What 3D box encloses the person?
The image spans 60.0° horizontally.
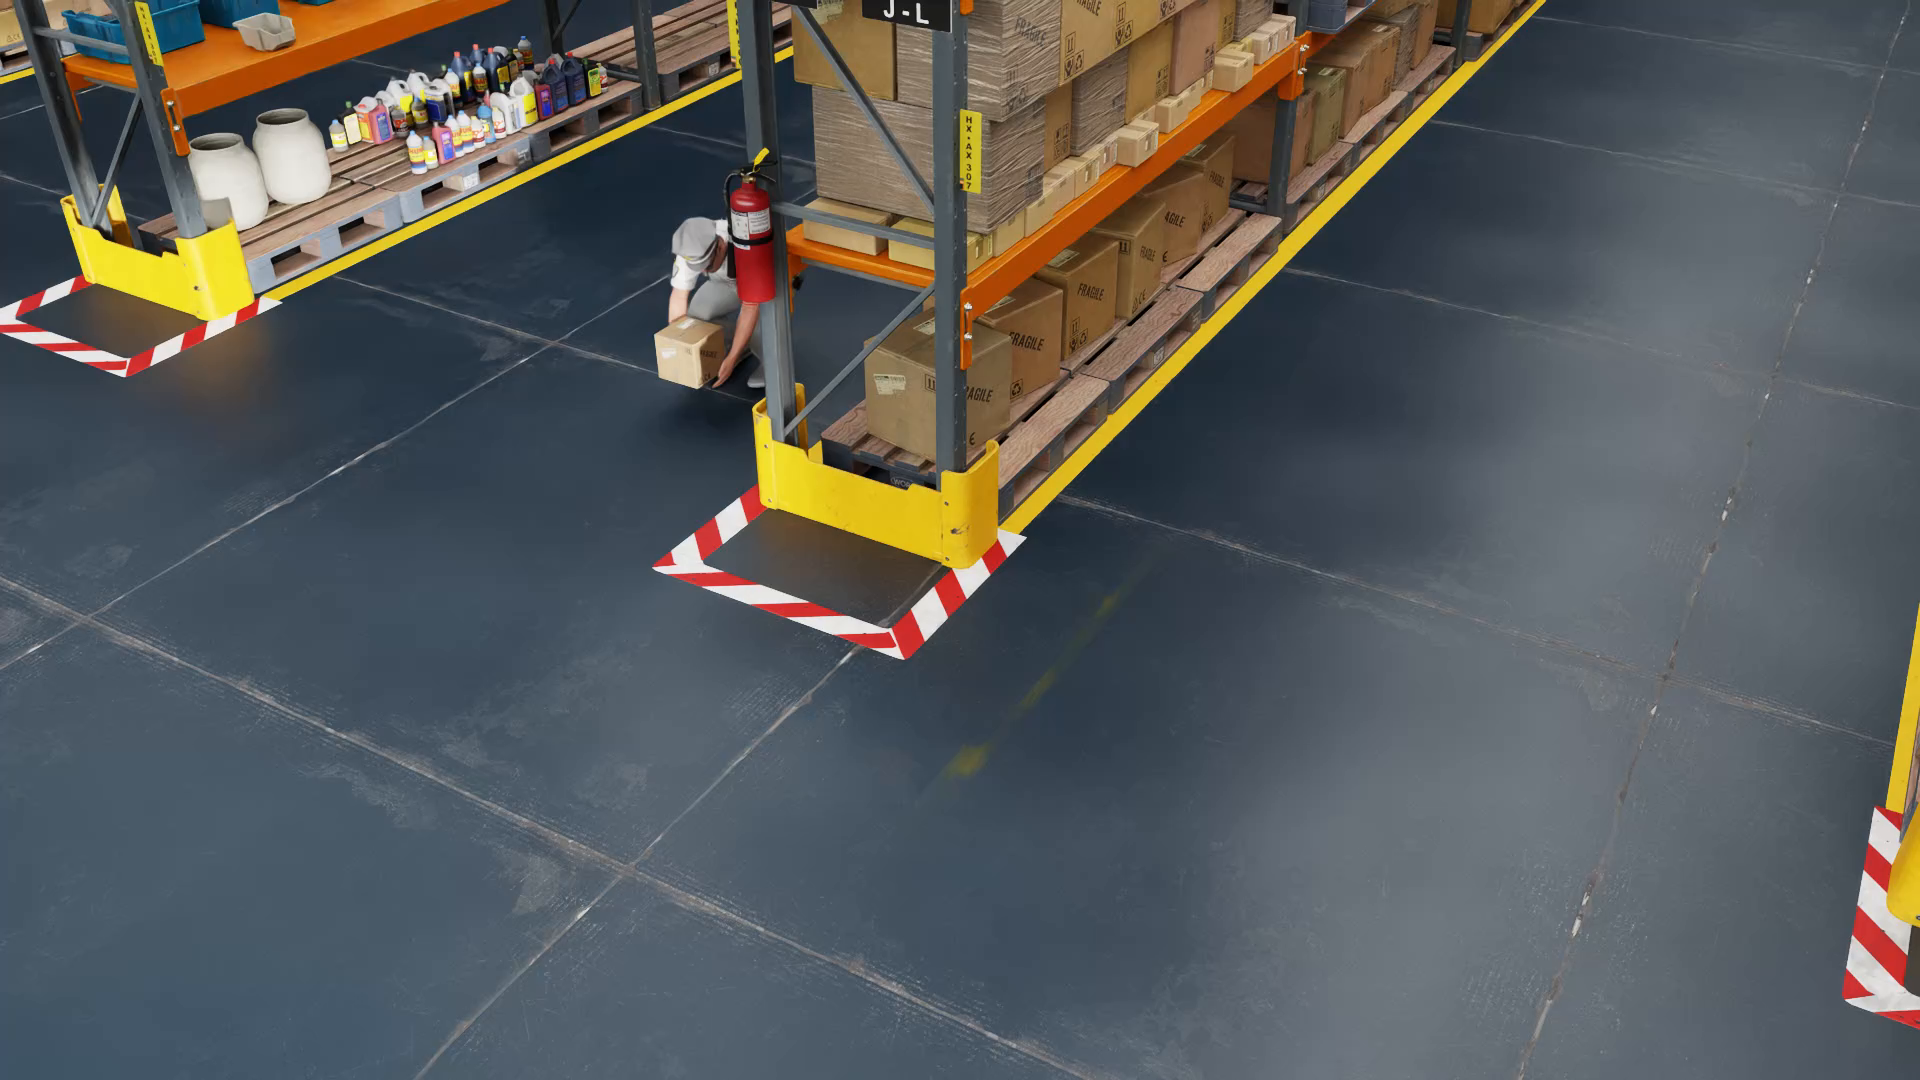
[{"bbox_3d":[-1.168,-1.301,8.716,0.565,1.038,0.916,18,38,24],"label":"person"}]
